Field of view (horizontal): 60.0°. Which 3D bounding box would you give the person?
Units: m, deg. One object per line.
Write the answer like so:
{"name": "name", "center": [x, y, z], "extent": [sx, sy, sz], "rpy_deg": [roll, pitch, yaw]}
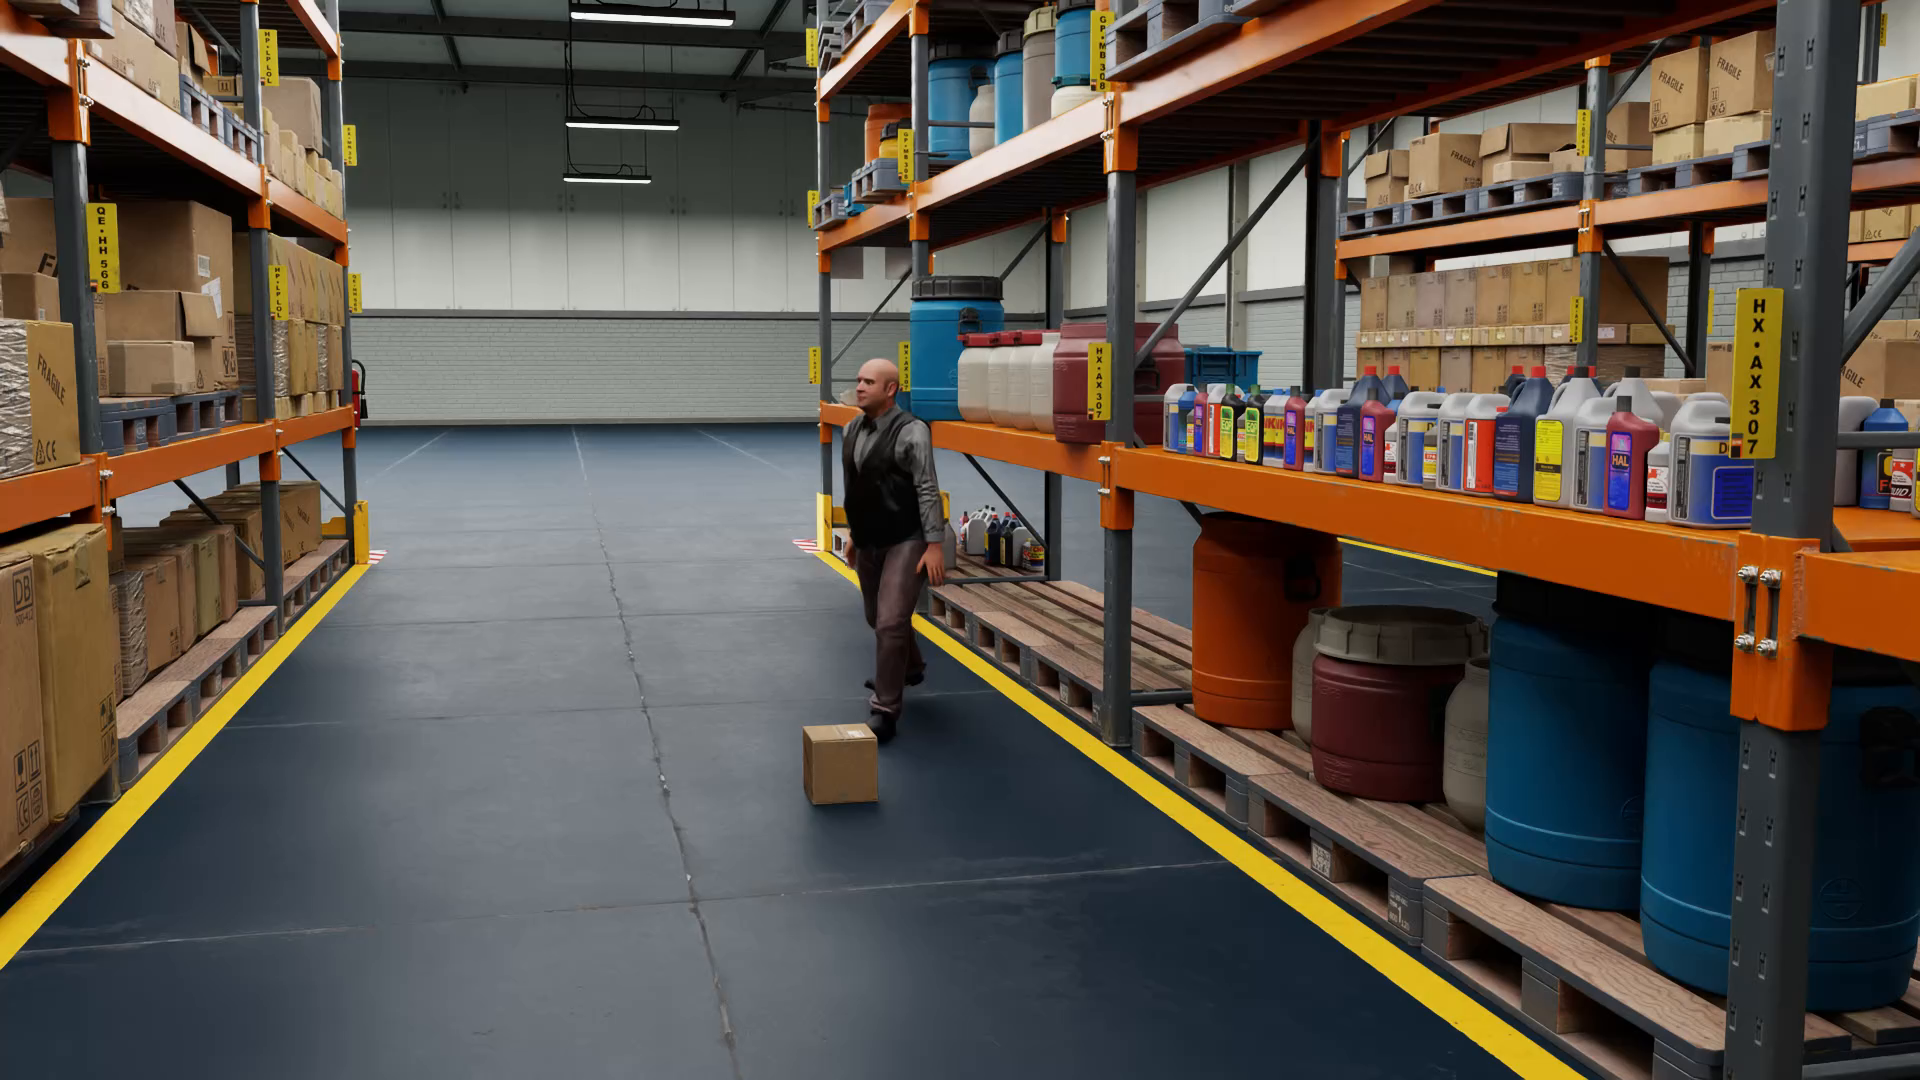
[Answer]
{"name": "person", "center": [-0.328, 0.005, 7.673], "extent": [0.770, 1.673, 0.890], "rpy_deg": [5, 8, 42]}
